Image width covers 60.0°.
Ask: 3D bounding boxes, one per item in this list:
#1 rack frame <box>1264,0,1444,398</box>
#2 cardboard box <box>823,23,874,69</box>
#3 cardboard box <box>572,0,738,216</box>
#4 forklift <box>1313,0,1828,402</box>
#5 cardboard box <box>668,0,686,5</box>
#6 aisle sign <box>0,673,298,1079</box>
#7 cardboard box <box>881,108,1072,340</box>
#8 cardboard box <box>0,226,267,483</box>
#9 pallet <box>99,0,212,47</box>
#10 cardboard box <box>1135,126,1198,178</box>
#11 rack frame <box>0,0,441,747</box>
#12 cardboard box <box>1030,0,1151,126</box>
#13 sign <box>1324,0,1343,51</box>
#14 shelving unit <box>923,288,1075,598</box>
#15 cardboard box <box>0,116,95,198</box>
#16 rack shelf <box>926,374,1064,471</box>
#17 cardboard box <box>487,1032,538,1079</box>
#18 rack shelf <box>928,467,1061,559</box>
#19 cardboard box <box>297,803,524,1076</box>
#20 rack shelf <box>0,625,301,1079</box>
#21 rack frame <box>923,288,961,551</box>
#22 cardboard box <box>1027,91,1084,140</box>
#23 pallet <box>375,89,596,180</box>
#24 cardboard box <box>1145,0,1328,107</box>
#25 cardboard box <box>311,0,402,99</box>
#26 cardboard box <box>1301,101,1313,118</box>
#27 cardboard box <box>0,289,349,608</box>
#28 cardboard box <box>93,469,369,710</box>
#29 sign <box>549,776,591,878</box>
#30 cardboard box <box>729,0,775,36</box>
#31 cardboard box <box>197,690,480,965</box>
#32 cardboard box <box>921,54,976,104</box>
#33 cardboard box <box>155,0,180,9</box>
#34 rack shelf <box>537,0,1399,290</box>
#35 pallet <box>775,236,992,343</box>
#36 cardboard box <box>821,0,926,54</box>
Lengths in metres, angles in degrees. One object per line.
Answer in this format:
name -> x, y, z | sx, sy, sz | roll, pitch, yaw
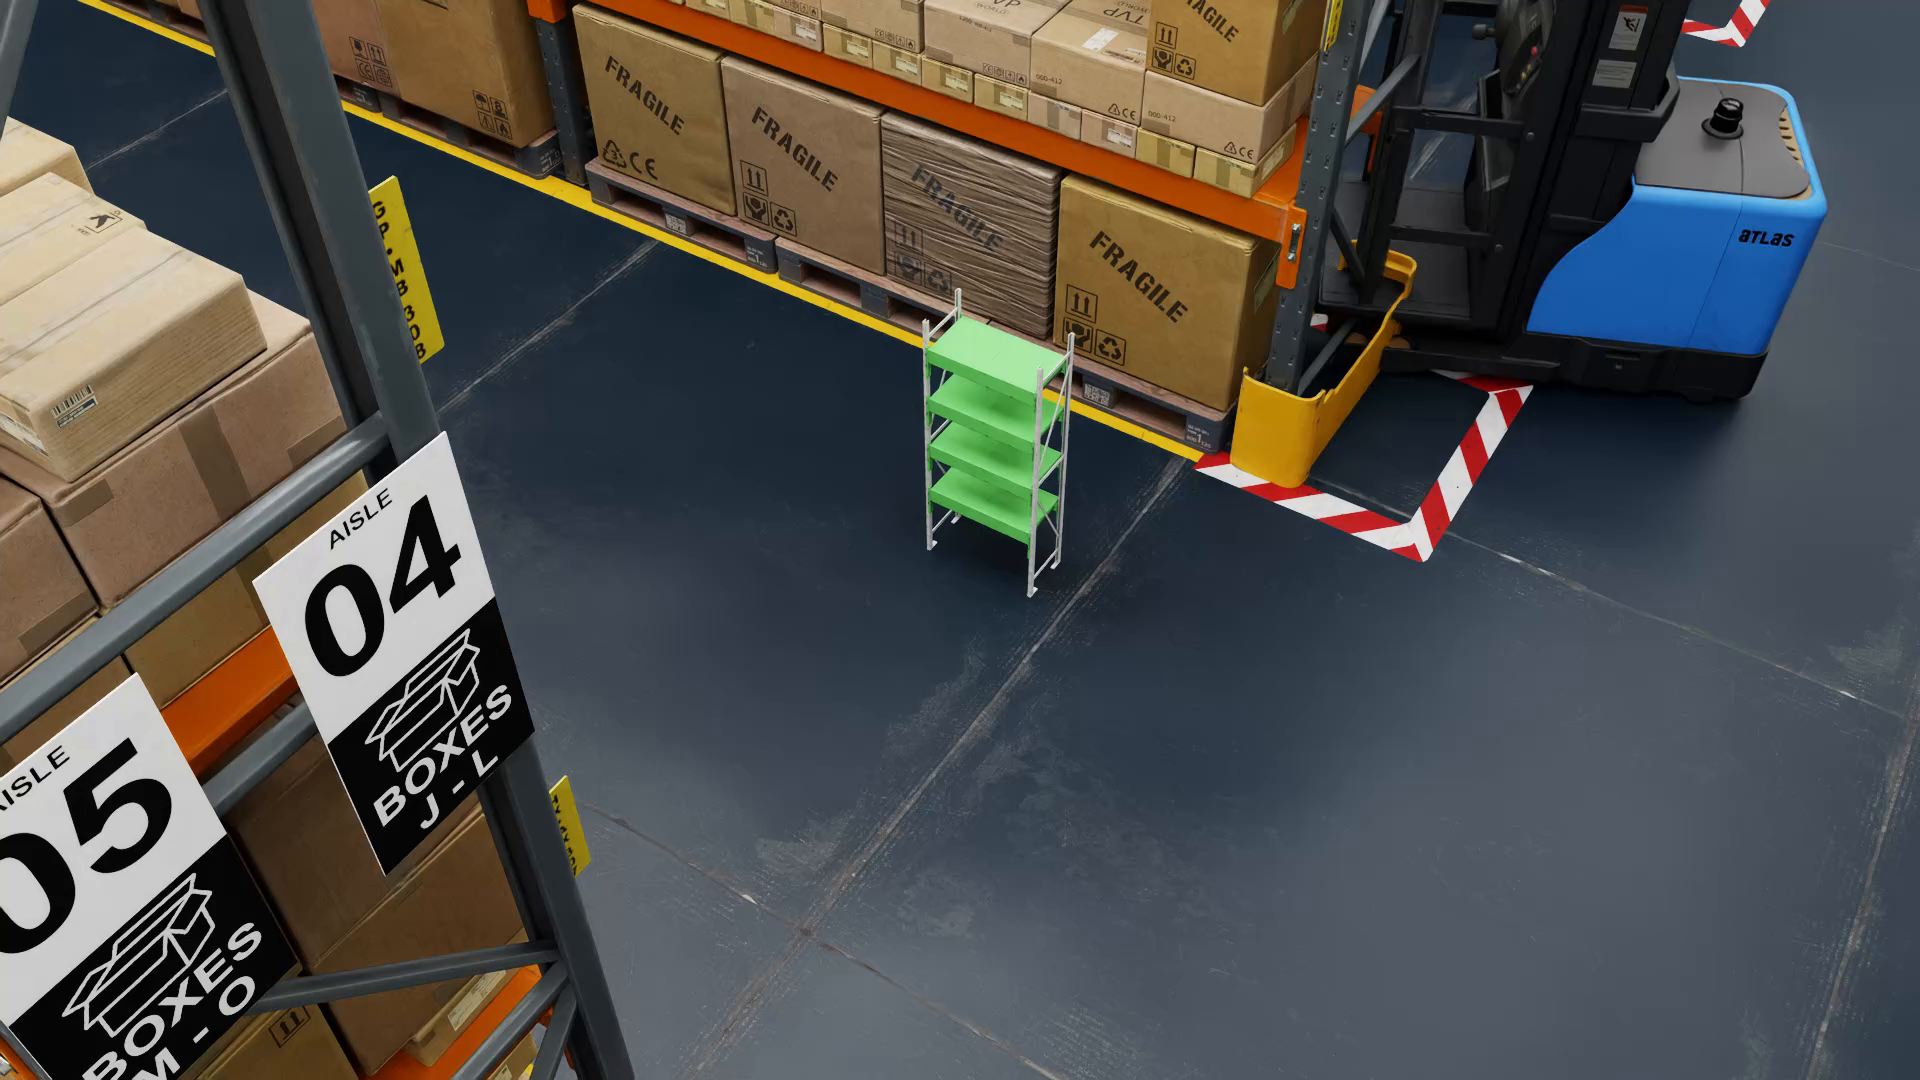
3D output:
rack frame -> 1.600, -1.678, 6.511 | 0.127, 3.000, 1.000 | 25, 51, 22
cardboard box -> -0.384, -2.222, 7.214 | 0.250, 0.149, 0.380 | 23, 50, 21
cardboard box -> -1.254, -2.329, 8.332 | 0.875, 0.875, 0.875 | 25, 51, 22
forklift -> 2.180, -2.161, 7.028 | 3.031, 2.935, 1.130 | 7, 46, 7
cardboard box -> -1.254, -2.621, 7.602 | 0.250, 0.149, 0.380 | 26, 51, 23
aisle sign -> -1.263, 0.580, 2.504 | 0.004, 0.787, 0.394 | 25, 51, 22
cardboard box -> 0.253, -1.636, 7.659 | 0.875, 0.875, 0.875 | 25, 51, 22
cardboard box -> -1.312, -0.293, 2.551 | 0.250, 0.149, 0.380 | 24, 51, 22
pallet -> -4.511, -3.453, 10.180 | 1.213, 0.211, 1.003 | 25, 51, 22
cardboard box -> 0.903, -1.630, 6.639 | 0.250, 0.149, 0.380 | 25, 51, 22
rack frame -> -1.162, -0.814, 1.488 | 0.127, 3.000, 1.000 | 25, 51, 22
cardboard box -> 0.623, -1.954, 6.676 | 0.500, 0.250, 0.500 | 24, 50, 21
sign -> 1.296, -1.842, 5.698 | 0.005, 0.325, 0.100 | 25, 51, 22
shelving unit -> 0.139, -0.354, 6.479 | 0.503, 1.200, 0.258 | 25, 51, 22
cardboard box -> -1.706, -0.551, 2.802 | 0.250, 0.149, 0.380 | 25, 51, 22
rack shelf -> 0.139, -0.477, 6.353 | 0.480, 0.148, 0.258 | 25, 51, 22
cardboard box -> -1.420, 1.508, 4.695 | 0.250, 0.149, 0.380 | 23, 50, 20
rack shelf -> 0.139, -0.142, 6.697 | 0.480, 0.148, 0.258 | 25, 51, 22
cardboard box -> -1.391, 0.798, 3.828 | 0.500, 0.500, 0.500 | 27, 52, 24
rack shelf -> -2.846, -0.292, 3.574 | 4.000, 0.370, 1.077 | 25, 51, 22
rack frame -> -0.066, -0.449, 6.571 | 0.015, 1.200, 0.240 | 25, 51, 22
cardboard box -> 0.482, -1.825, 6.829 | 0.250, 0.149, 0.380 | 26, 51, 23
pallet -> -2.457, -2.509, 9.262 | 1.213, 0.211, 1.003 | 25, 51, 22
cardboard box -> 1.048, -2.021, 6.219 | 0.500, 0.500, 0.500 | 25, 51, 23
cardboard box -> -3.069, -3.214, 9.192 | 0.875, 0.875, 1.225 | 23, 50, 21
cardboard box -> 1.480, -1.928, 6.929 | 0.250, 0.149, 0.380 | 25, 51, 23
cardboard box -> -1.400, -0.221, 2.760 | 0.500, 0.250, 0.500 | 25, 51, 23
cardboard box -> -1.402, -0.045, 2.937 | 0.500, 0.250, 0.500 | 26, 51, 23
sign -> -0.870, 0.647, 3.648 | 0.005, 0.325, 0.100 | 25, 51, 22
cardboard box -> -0.816, -2.421, 7.408 | 0.250, 0.149, 0.380 | 24, 50, 22
cardboard box -> -1.397, 0.456, 3.463 | 0.500, 0.500, 0.500 | 24, 51, 22
cardboard box -> 0.044, -2.025, 7.023 | 0.250, 0.149, 0.380 | 25, 51, 22
cardboard box -> -4.564, -3.902, 9.861 | 0.875, 0.875, 1.225 | 22, 50, 20
rack shelf -> -0.083, -2.202, 7.522 | 4.000, 0.370, 1.077 | 25, 51, 22
pallet -> -0.138, -1.442, 8.226 | 1.213, 0.211, 1.003 | 25, 51, 22
cardboard box -> -0.247, -2.350, 7.061 | 0.500, 0.250, 0.500 | 25, 51, 22
